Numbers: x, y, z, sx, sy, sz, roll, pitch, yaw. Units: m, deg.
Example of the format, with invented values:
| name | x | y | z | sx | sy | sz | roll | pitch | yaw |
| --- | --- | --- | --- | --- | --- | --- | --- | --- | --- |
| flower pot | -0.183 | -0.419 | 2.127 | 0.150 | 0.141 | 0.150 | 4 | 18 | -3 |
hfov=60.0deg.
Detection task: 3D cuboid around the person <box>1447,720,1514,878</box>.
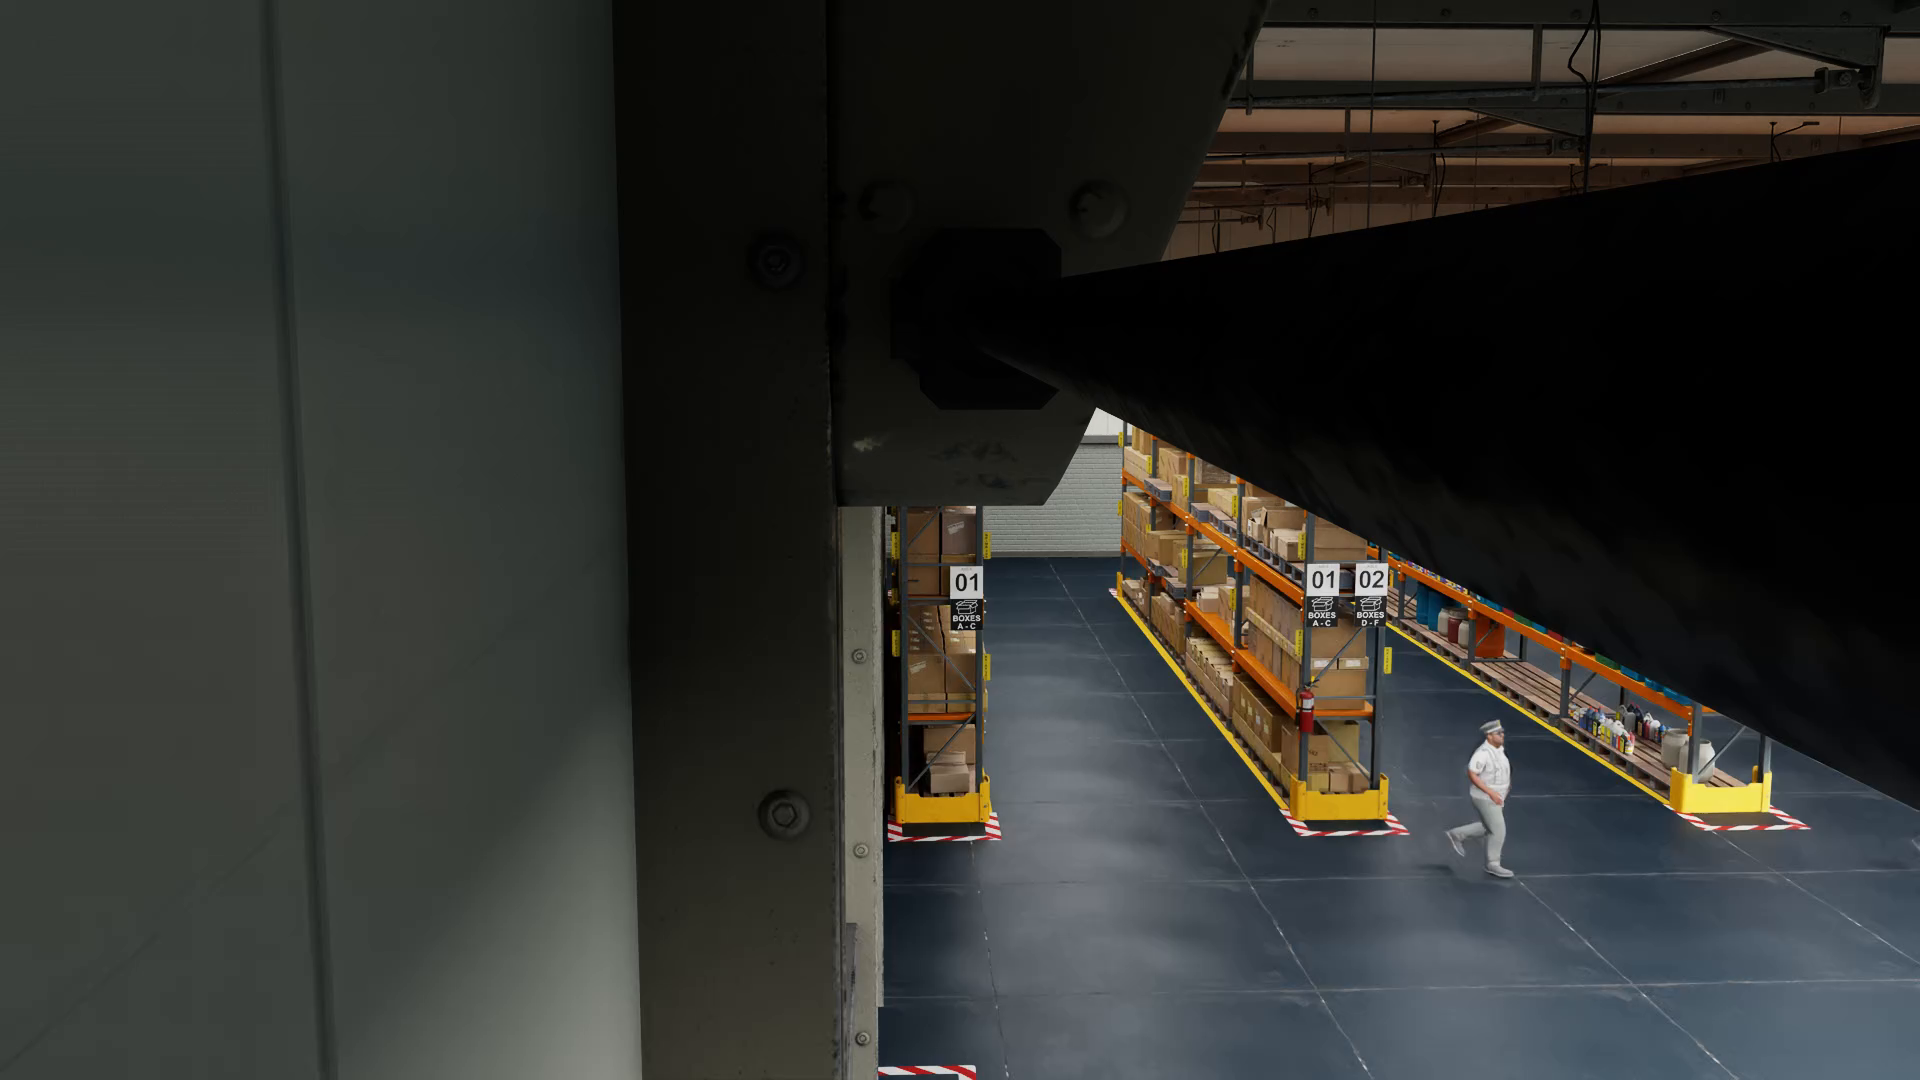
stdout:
| name | x | y | z | sx | sy | sz | roll | pitch | yaw |
| --- | --- | --- | --- | --- | --- | --- | --- | --- | --- |
| person | 5.866 | 2.852 | 18.641 | 0.758 | 1.777 | 0.659 | 5 | 10 | 34 |
